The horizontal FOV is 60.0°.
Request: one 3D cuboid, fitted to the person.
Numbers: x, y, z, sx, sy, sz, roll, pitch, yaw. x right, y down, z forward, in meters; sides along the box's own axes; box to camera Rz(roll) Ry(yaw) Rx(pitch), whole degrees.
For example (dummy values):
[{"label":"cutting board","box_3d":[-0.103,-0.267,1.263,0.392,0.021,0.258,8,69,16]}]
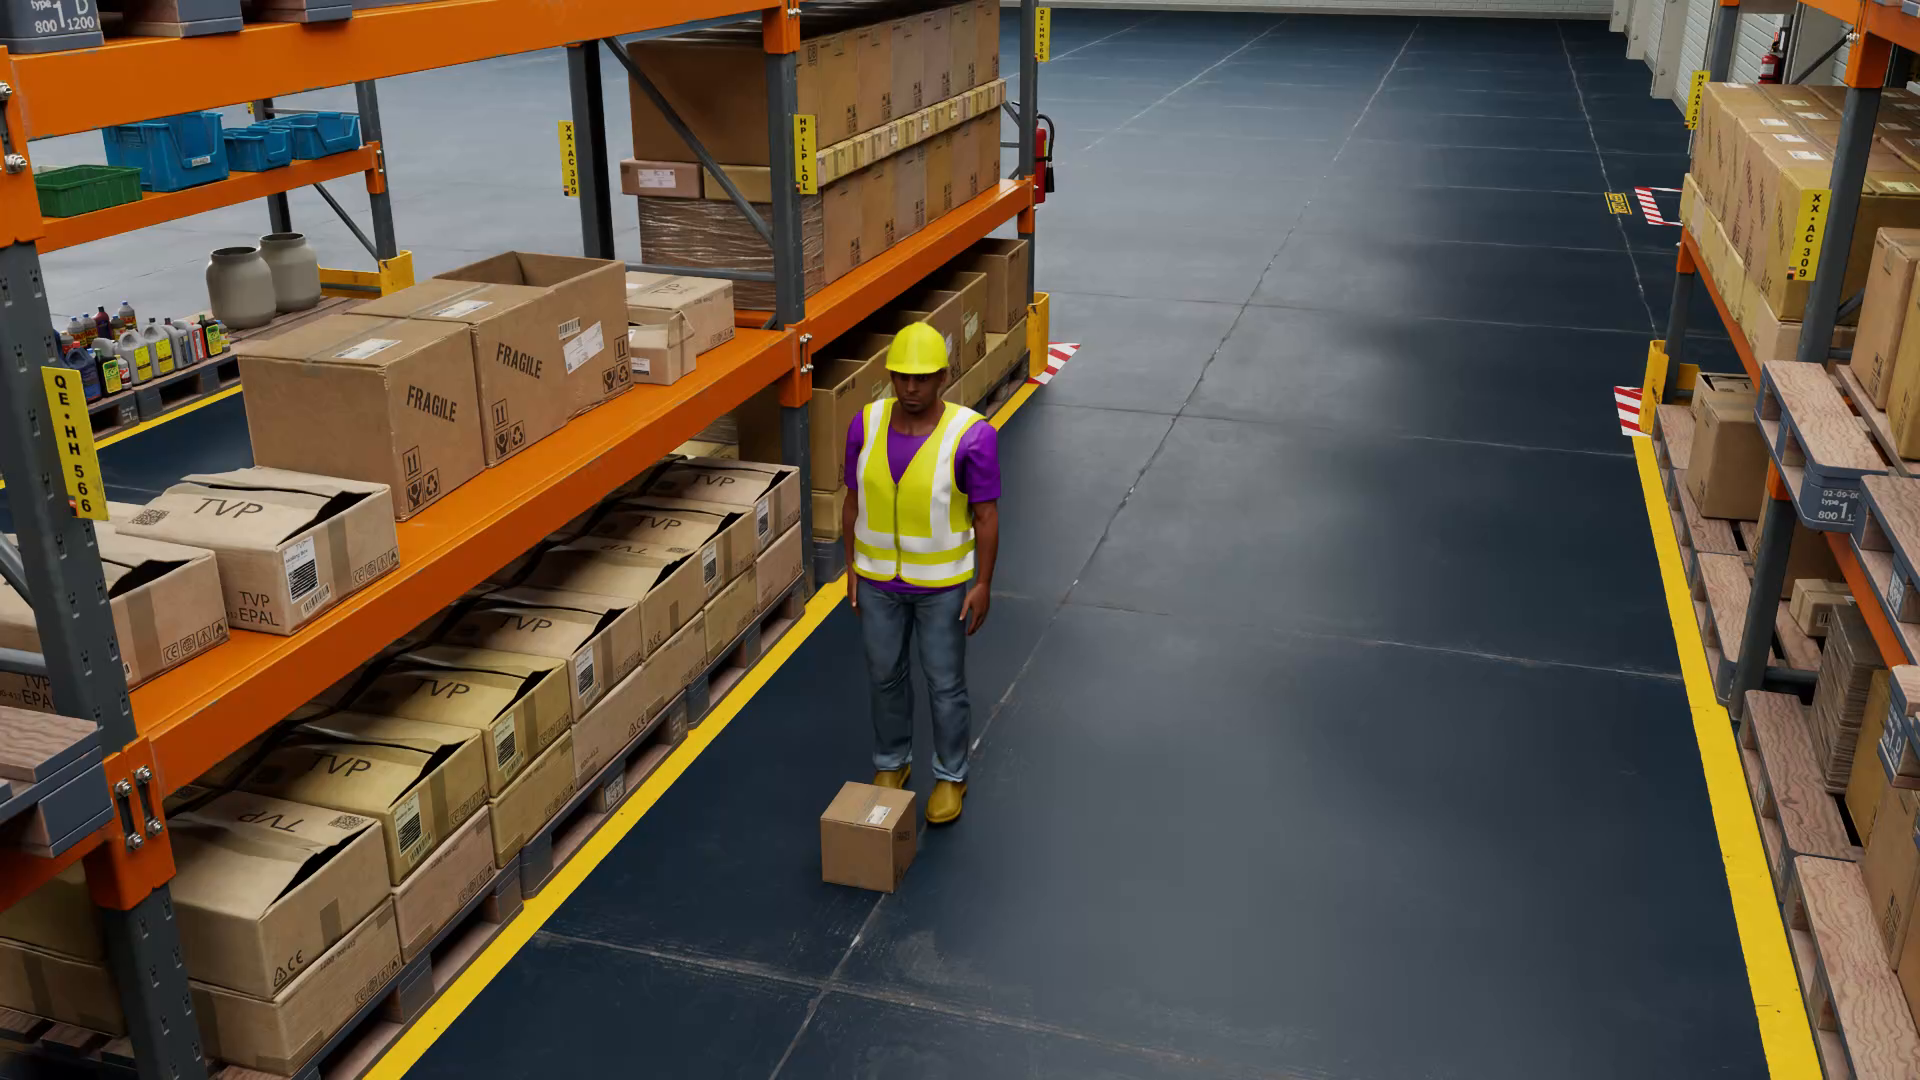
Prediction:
[{"label":"person","box_3d":[-0.145,0.143,5.751,0.566,1.807,0.357,7,23,17]}]
